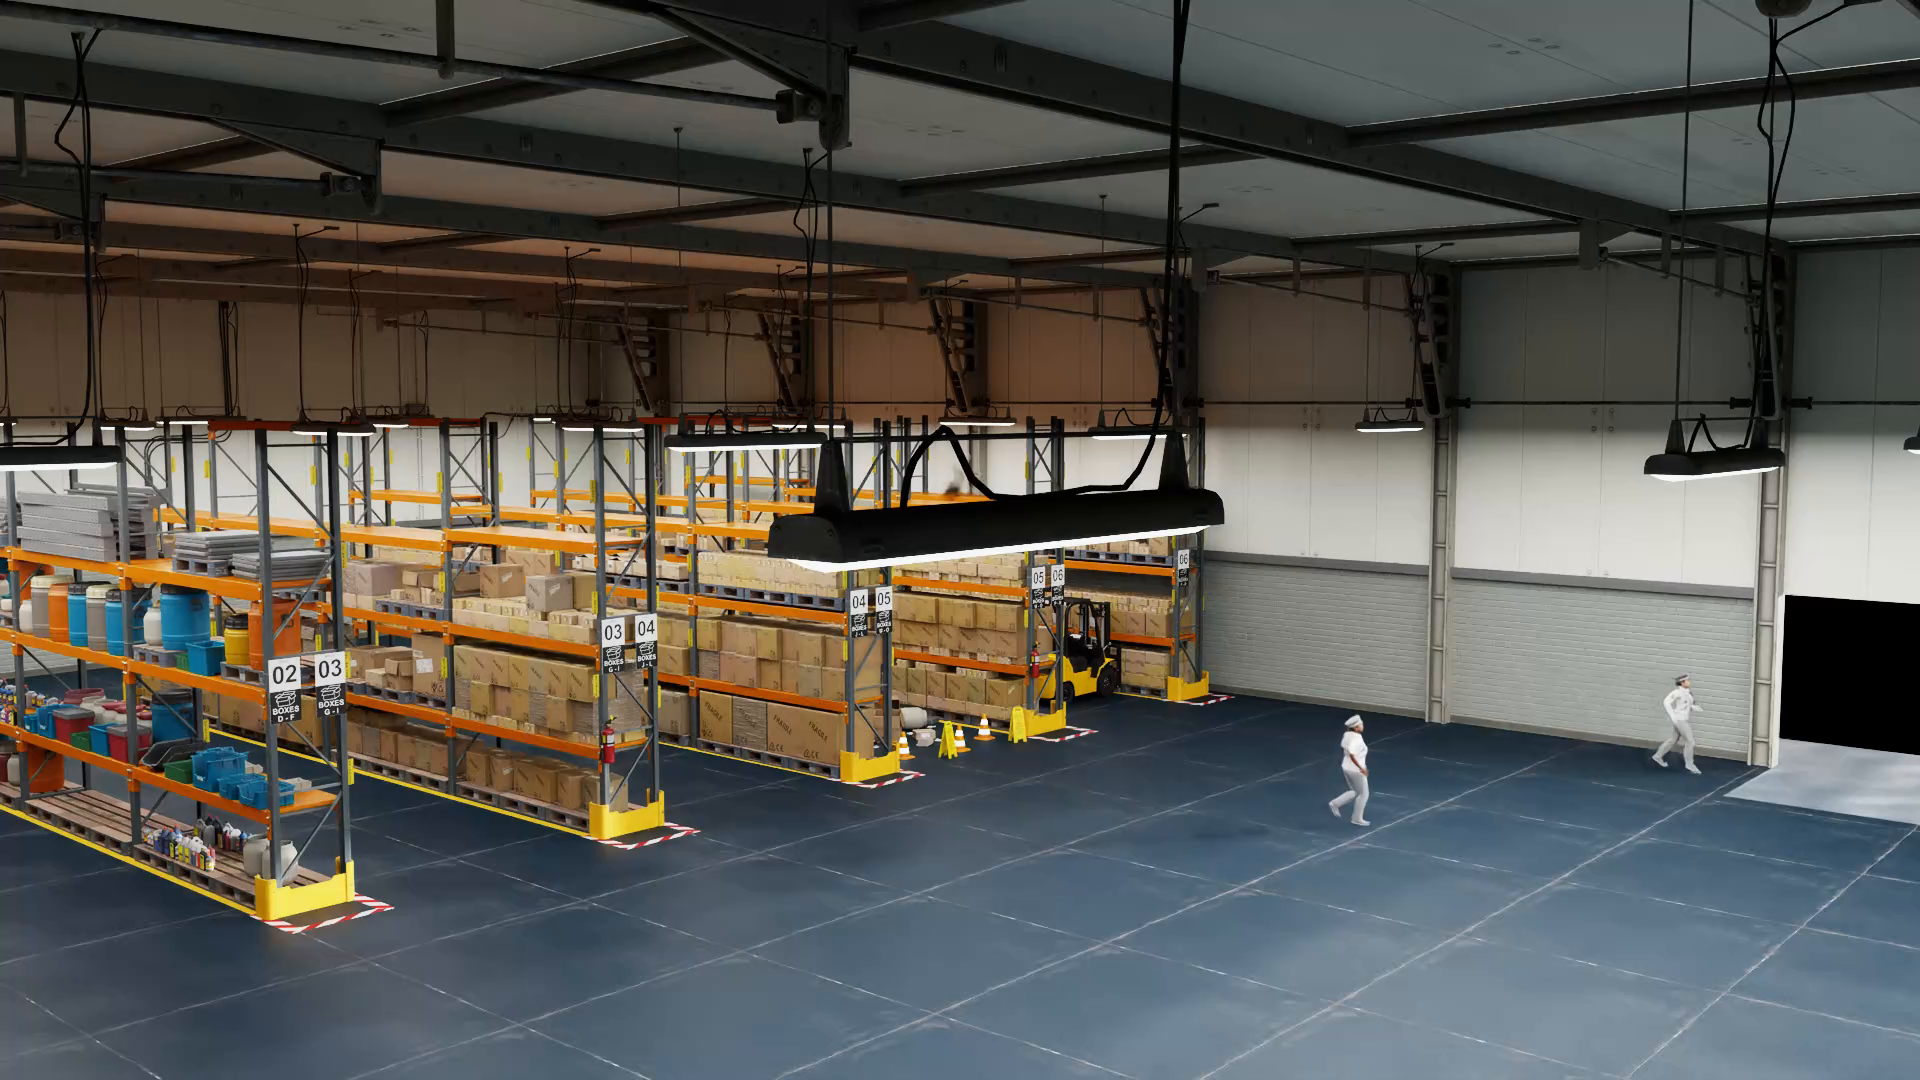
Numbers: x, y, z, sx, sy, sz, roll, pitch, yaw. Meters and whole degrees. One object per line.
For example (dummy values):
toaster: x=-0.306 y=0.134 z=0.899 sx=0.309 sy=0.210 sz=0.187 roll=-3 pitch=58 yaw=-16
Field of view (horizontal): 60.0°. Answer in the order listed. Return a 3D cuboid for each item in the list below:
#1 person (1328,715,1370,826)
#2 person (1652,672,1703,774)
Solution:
person: x=5.836 y=3.443 z=24.863 sx=0.647 sy=1.687 sz=0.576 roll=-1 pitch=5 yaw=-8
person: x=12.330 y=3.116 z=28.531 sx=0.813 sy=1.729 sz=0.605 roll=3 pitch=5 yaw=29
